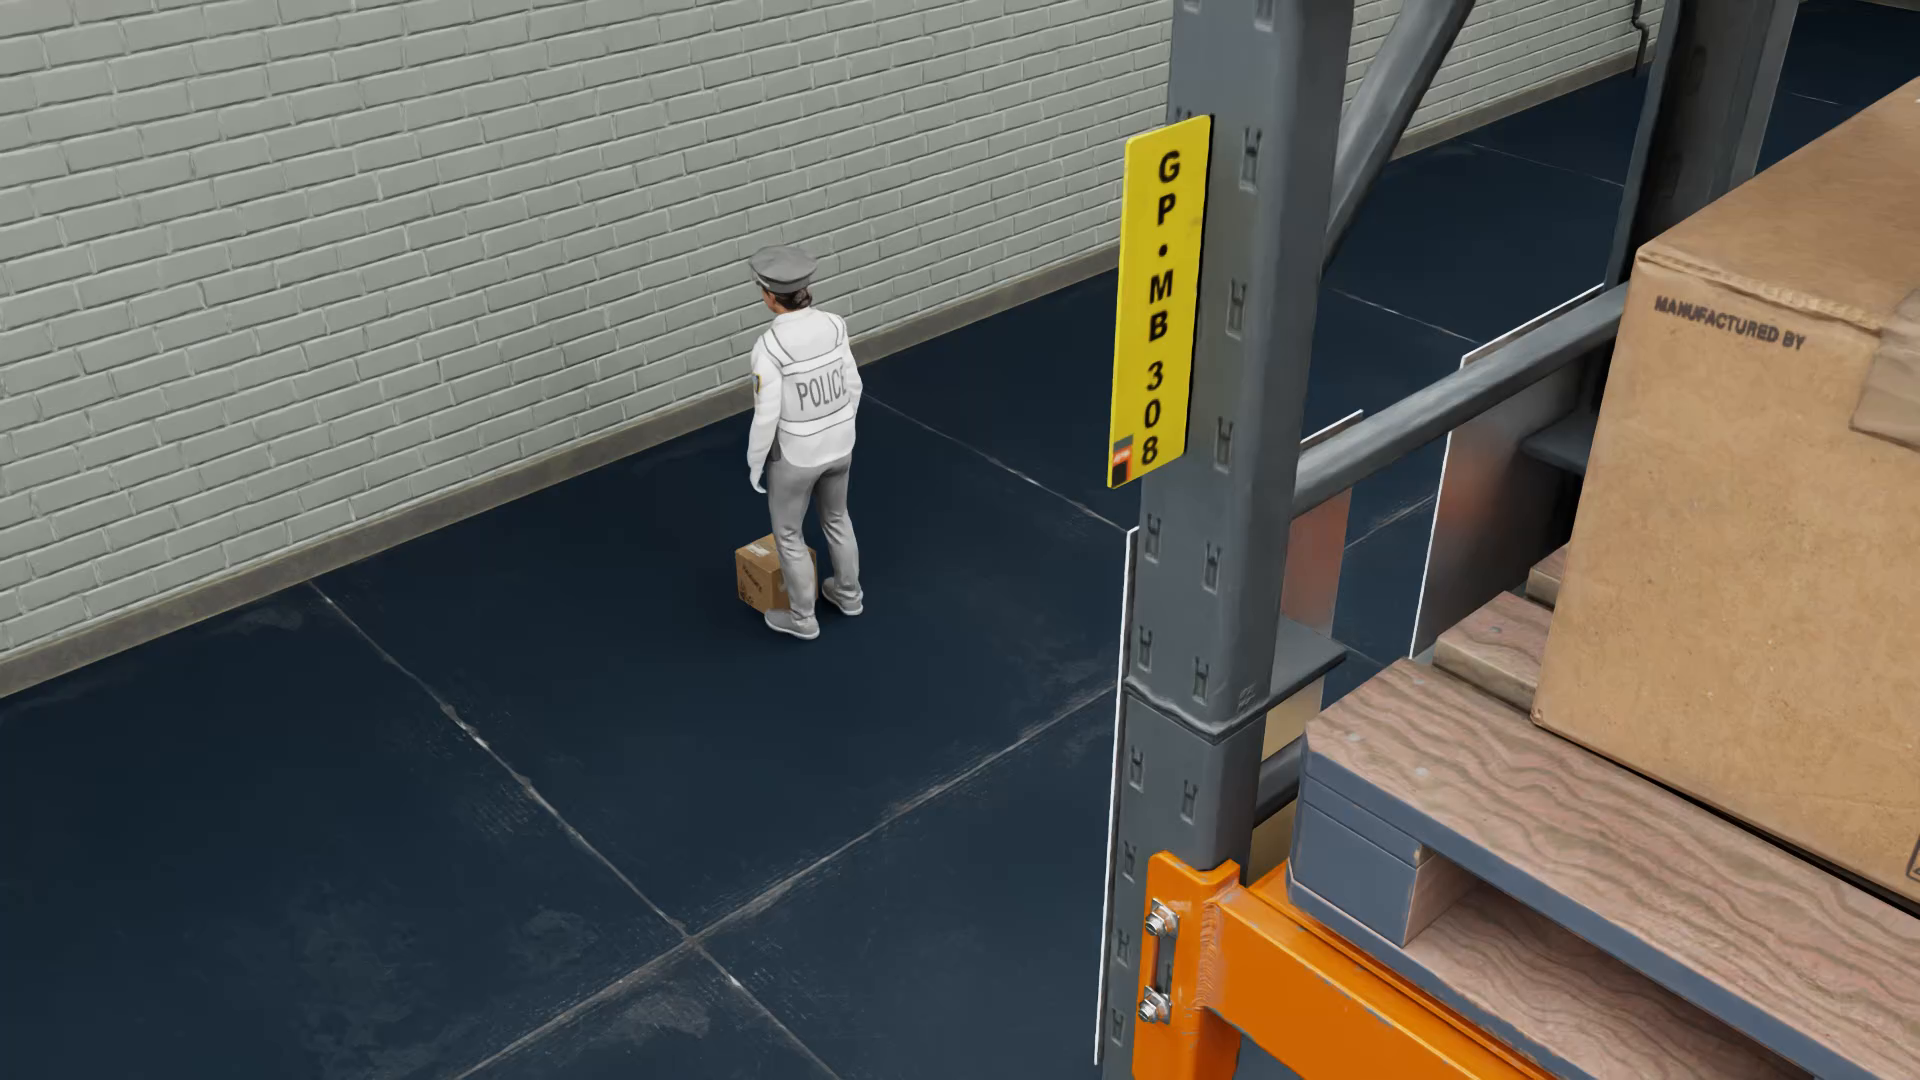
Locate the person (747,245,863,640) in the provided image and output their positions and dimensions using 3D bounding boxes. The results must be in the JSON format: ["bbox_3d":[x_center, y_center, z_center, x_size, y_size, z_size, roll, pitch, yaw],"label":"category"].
[{"bbox_3d":[-0.625,-0.360,6.709,0.529,1.664,0.372,-26,40,-35],"label":"person"}]
